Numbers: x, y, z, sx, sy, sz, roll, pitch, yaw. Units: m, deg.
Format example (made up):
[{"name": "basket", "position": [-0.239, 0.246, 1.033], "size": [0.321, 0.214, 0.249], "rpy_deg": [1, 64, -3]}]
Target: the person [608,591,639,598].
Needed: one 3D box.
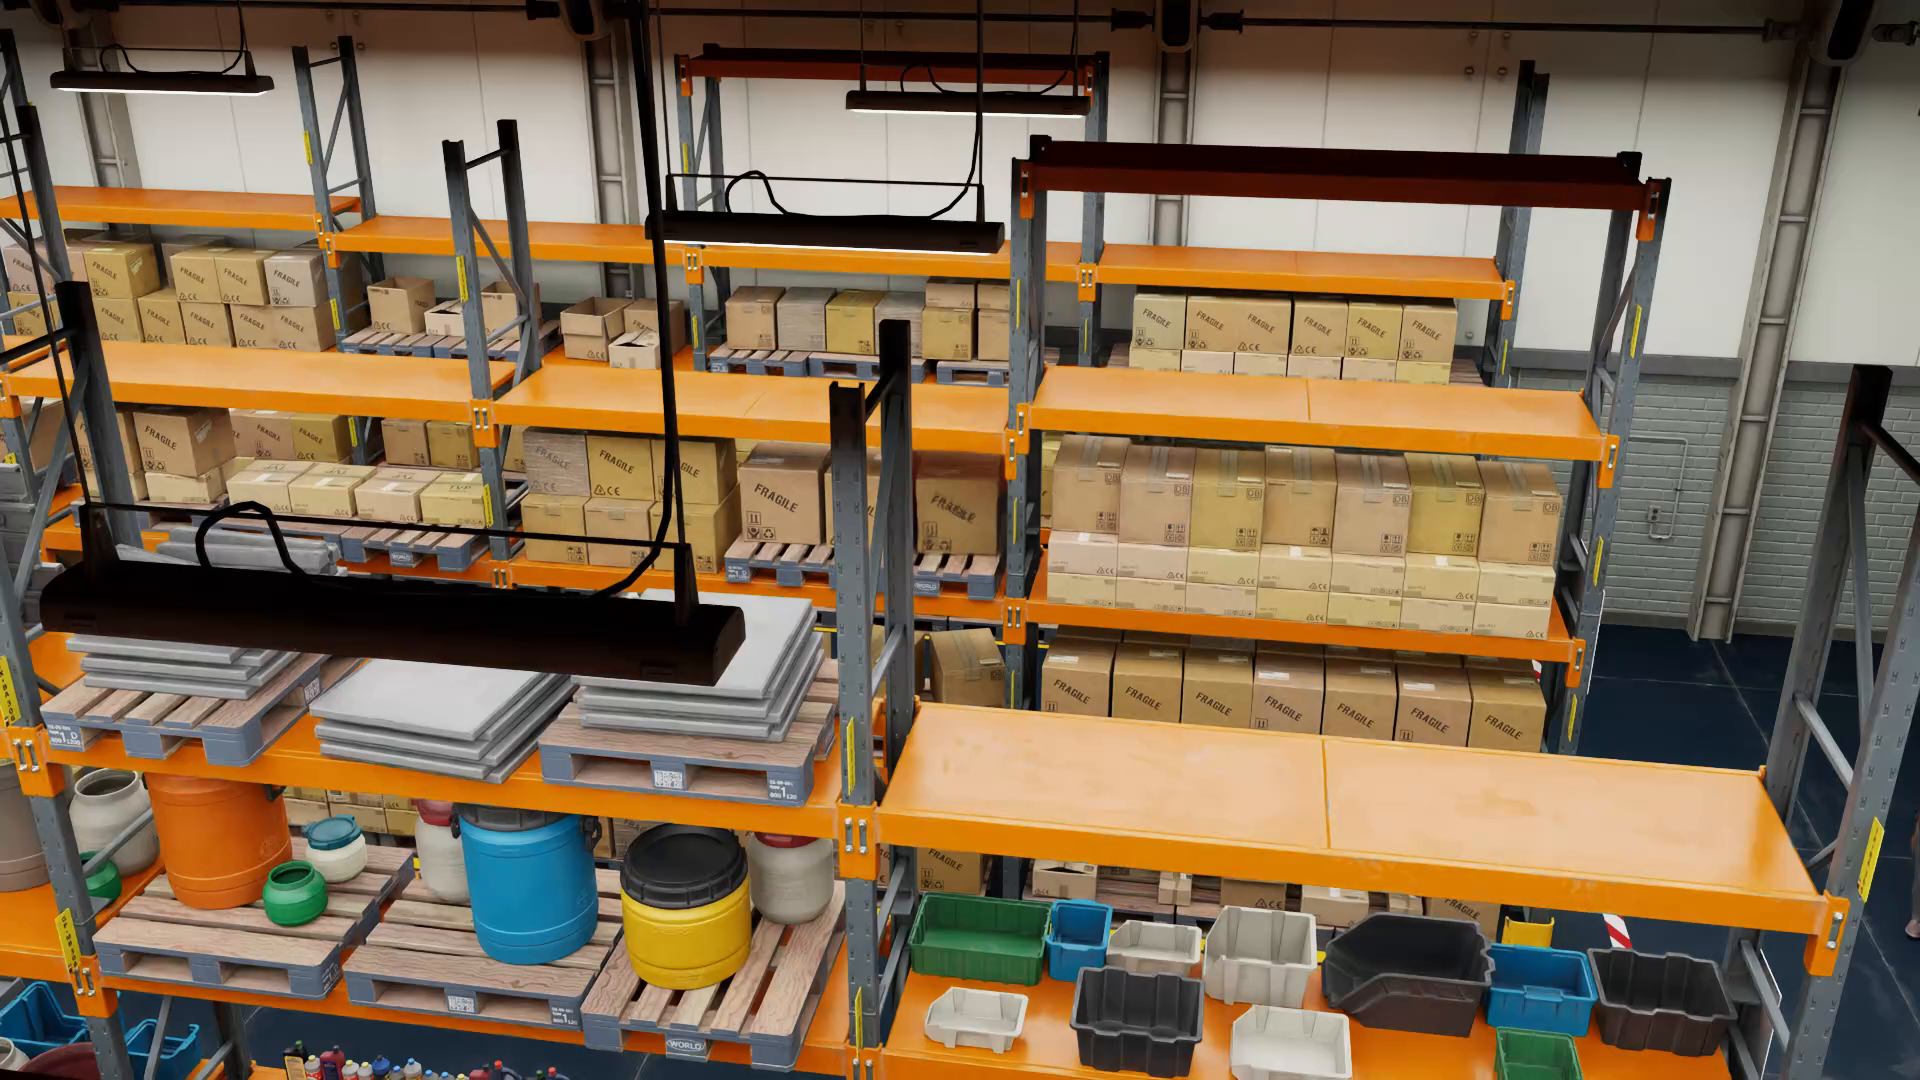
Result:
[{"name": "person", "position": [-3.050, 1.038, 15.692], "size": [0.632, 1.755, 0.624], "rpy_deg": [-2, 23, -5]}]

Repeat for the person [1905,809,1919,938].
[{"name": "person", "position": [7.579, 2.303, 12.785], "size": [0.440, 1.643, 0.470], "rpy_deg": [14, 27, 30]}]
